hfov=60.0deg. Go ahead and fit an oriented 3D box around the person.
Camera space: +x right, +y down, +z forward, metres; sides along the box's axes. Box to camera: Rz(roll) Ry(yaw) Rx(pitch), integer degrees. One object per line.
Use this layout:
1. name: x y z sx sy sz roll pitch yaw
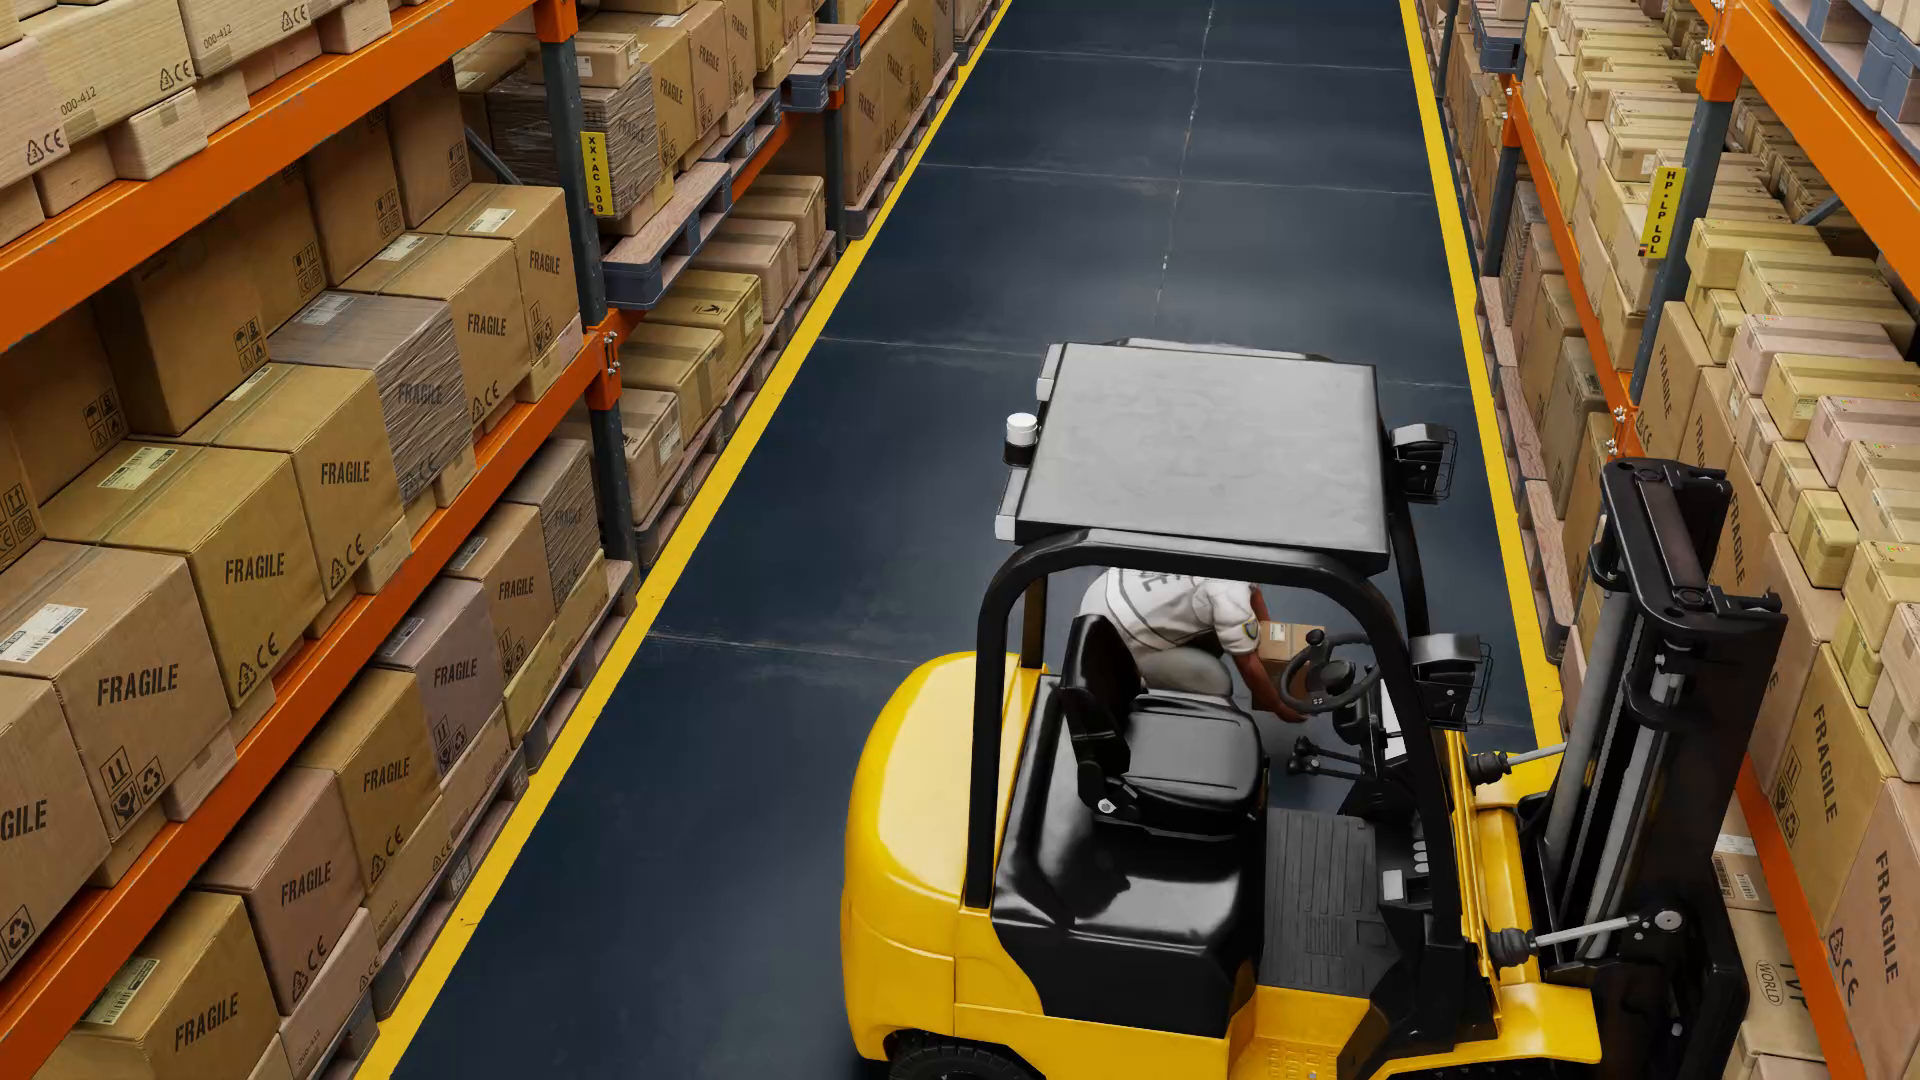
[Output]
1. person: 0.908 0.306 6.349 0.904 1.010 0.568 5 33 8
